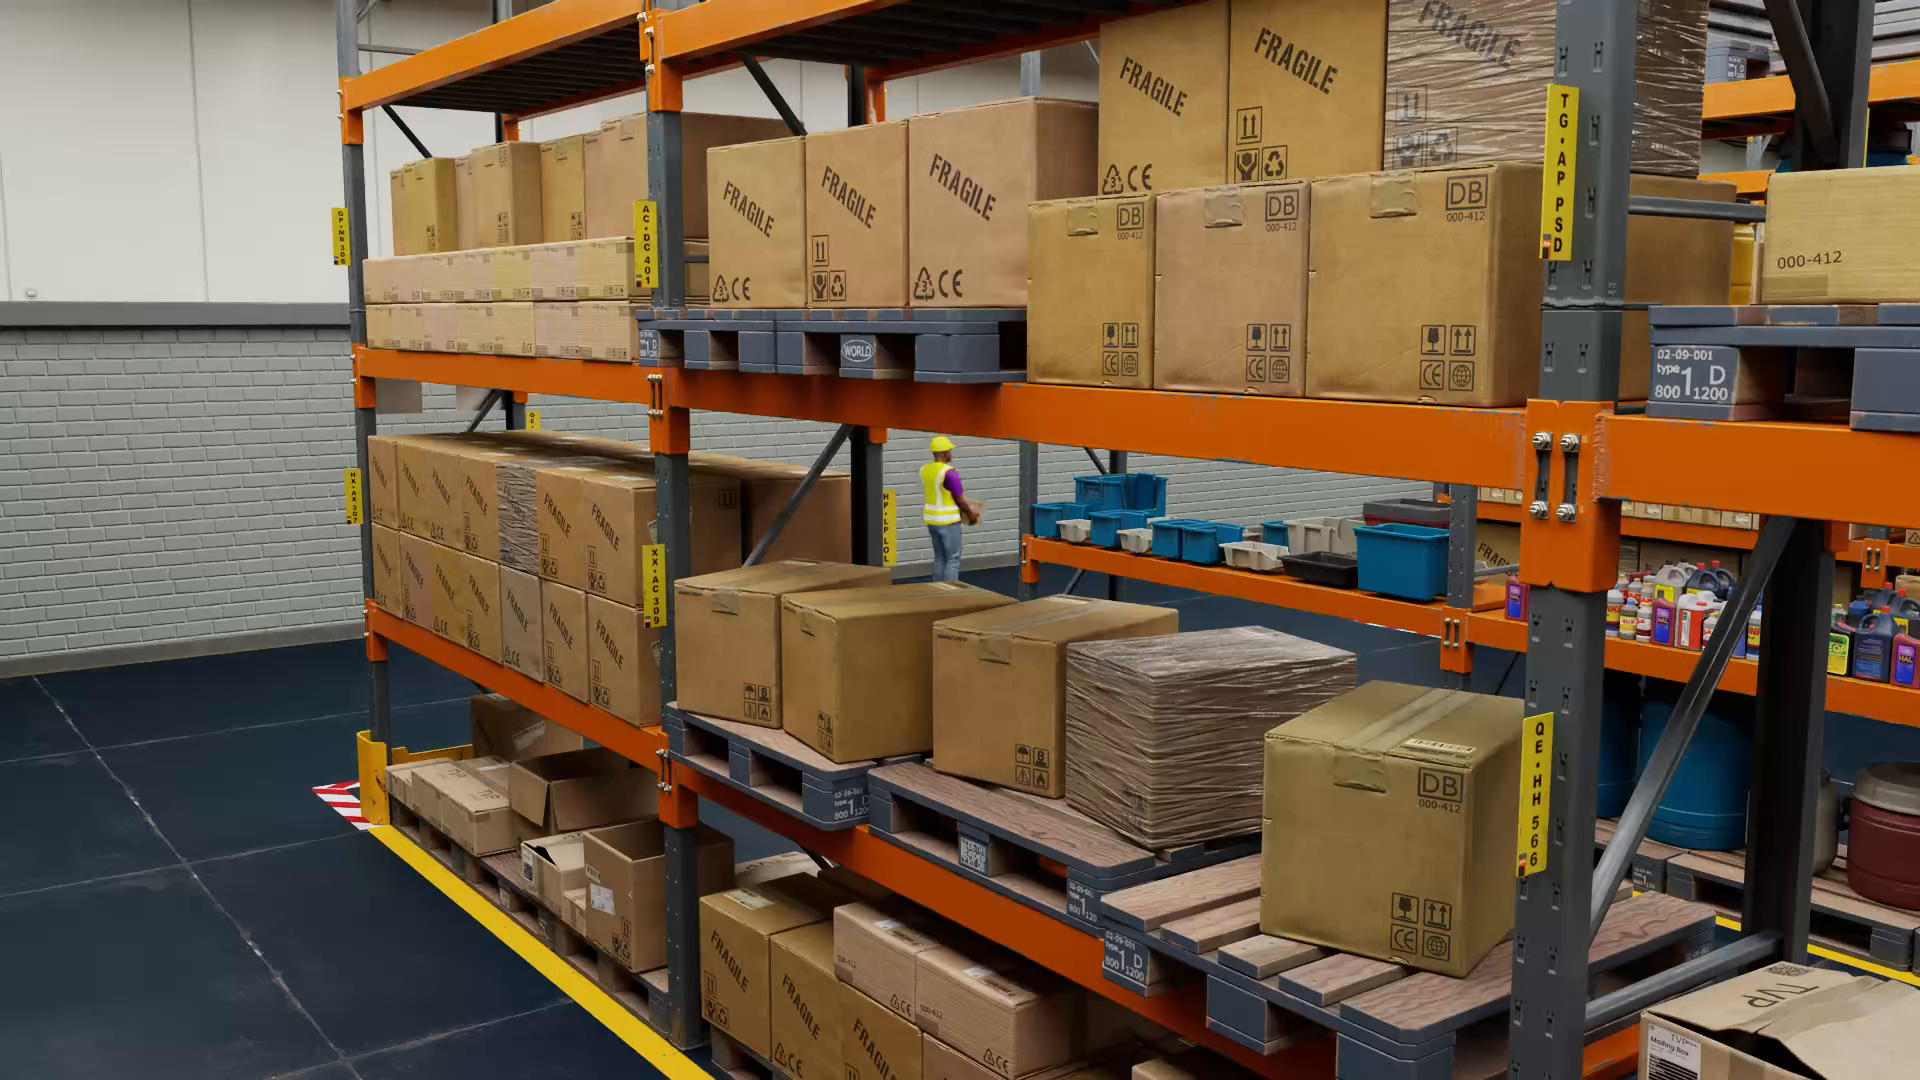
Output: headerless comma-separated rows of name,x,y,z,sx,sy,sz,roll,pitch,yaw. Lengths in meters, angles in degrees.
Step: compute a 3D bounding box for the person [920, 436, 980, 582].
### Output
person,-0.099,-0.183,17.052,0.551,1.770,0.542,-6,10,-36
